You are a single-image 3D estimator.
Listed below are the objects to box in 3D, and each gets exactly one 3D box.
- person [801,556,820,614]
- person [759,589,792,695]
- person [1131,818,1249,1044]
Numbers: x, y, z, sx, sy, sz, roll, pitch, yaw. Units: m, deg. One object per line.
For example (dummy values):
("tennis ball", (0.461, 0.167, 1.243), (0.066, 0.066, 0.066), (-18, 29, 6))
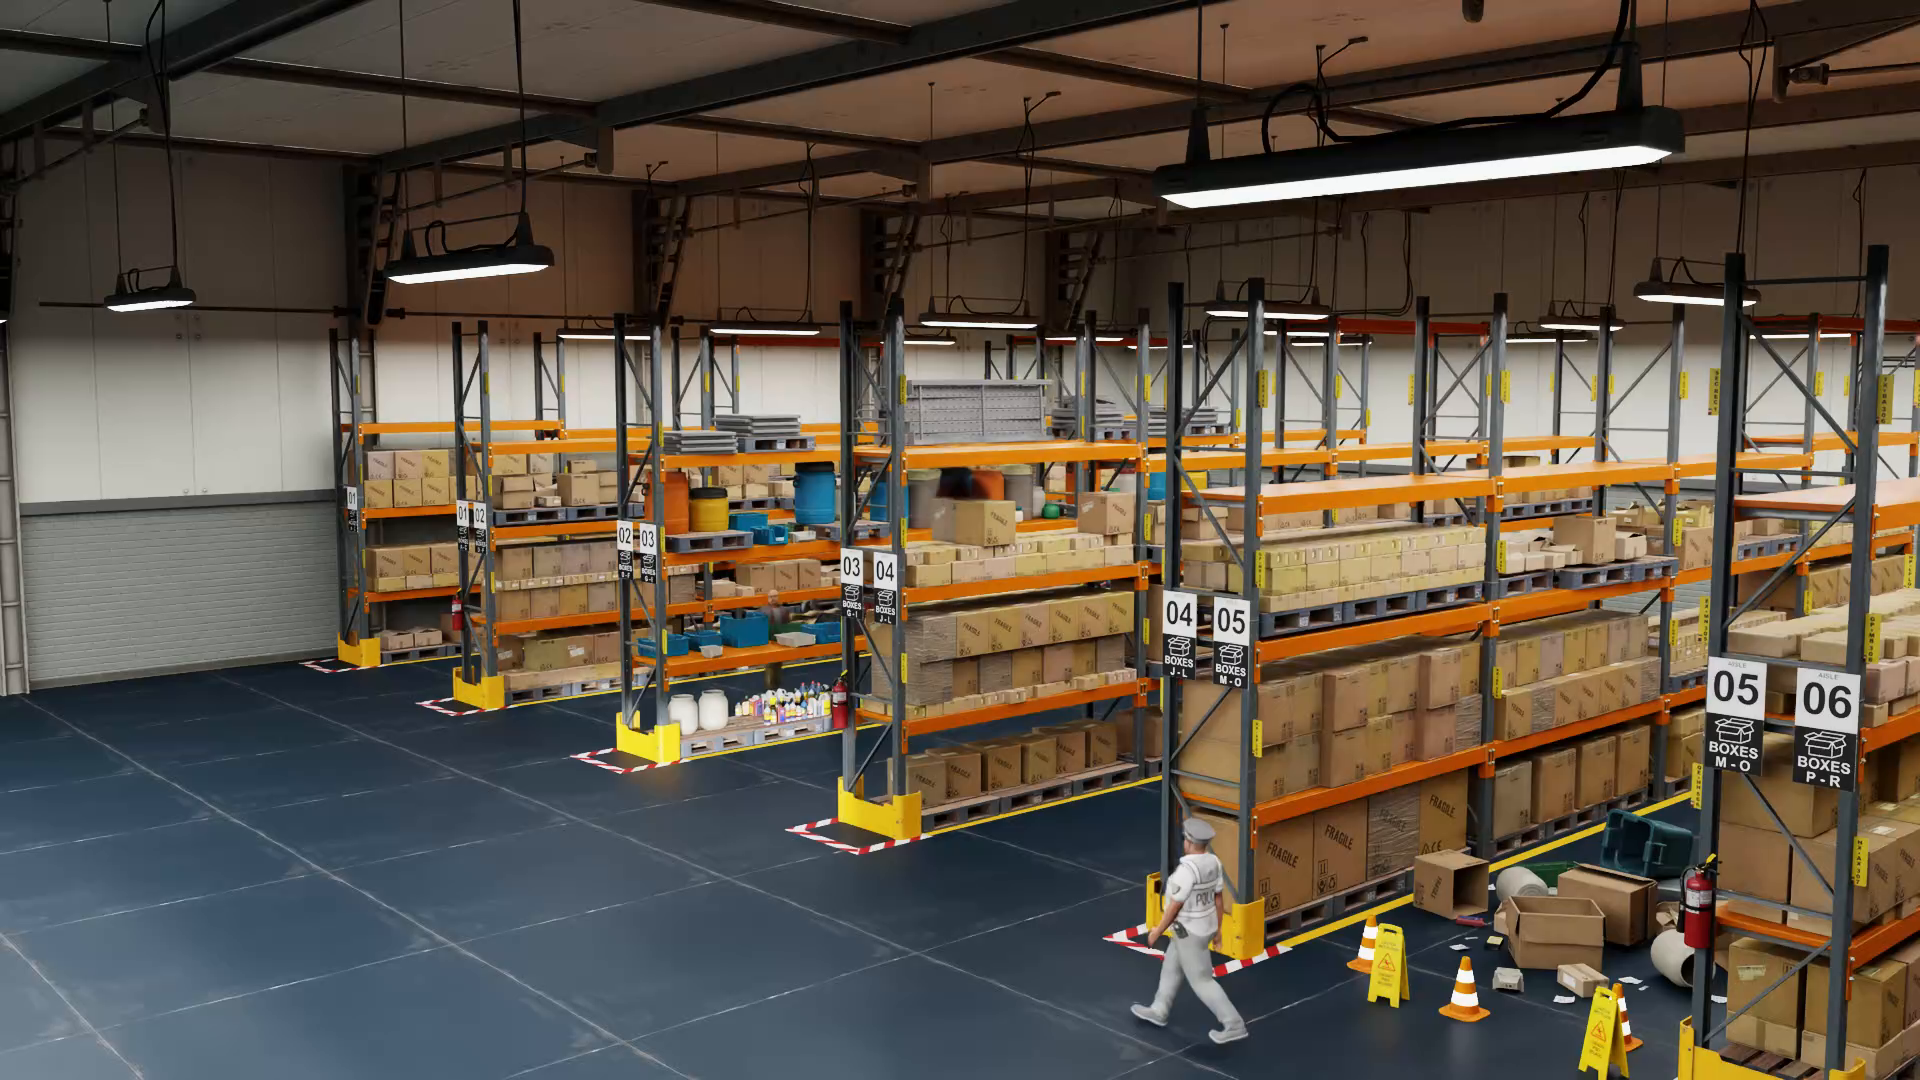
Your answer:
("person", (-2.950, 1.086, 33.278), (0.442, 1.559, 0.703), (5, 8, 43))
("person", (-2.897, 1.678, 26.363), (0.603, 1.787, 0.514), (-6, 8, -44))
("person", (1.761, 3.020, 12.938), (1.015, 1.726, 0.511), (3, 6, 26))
